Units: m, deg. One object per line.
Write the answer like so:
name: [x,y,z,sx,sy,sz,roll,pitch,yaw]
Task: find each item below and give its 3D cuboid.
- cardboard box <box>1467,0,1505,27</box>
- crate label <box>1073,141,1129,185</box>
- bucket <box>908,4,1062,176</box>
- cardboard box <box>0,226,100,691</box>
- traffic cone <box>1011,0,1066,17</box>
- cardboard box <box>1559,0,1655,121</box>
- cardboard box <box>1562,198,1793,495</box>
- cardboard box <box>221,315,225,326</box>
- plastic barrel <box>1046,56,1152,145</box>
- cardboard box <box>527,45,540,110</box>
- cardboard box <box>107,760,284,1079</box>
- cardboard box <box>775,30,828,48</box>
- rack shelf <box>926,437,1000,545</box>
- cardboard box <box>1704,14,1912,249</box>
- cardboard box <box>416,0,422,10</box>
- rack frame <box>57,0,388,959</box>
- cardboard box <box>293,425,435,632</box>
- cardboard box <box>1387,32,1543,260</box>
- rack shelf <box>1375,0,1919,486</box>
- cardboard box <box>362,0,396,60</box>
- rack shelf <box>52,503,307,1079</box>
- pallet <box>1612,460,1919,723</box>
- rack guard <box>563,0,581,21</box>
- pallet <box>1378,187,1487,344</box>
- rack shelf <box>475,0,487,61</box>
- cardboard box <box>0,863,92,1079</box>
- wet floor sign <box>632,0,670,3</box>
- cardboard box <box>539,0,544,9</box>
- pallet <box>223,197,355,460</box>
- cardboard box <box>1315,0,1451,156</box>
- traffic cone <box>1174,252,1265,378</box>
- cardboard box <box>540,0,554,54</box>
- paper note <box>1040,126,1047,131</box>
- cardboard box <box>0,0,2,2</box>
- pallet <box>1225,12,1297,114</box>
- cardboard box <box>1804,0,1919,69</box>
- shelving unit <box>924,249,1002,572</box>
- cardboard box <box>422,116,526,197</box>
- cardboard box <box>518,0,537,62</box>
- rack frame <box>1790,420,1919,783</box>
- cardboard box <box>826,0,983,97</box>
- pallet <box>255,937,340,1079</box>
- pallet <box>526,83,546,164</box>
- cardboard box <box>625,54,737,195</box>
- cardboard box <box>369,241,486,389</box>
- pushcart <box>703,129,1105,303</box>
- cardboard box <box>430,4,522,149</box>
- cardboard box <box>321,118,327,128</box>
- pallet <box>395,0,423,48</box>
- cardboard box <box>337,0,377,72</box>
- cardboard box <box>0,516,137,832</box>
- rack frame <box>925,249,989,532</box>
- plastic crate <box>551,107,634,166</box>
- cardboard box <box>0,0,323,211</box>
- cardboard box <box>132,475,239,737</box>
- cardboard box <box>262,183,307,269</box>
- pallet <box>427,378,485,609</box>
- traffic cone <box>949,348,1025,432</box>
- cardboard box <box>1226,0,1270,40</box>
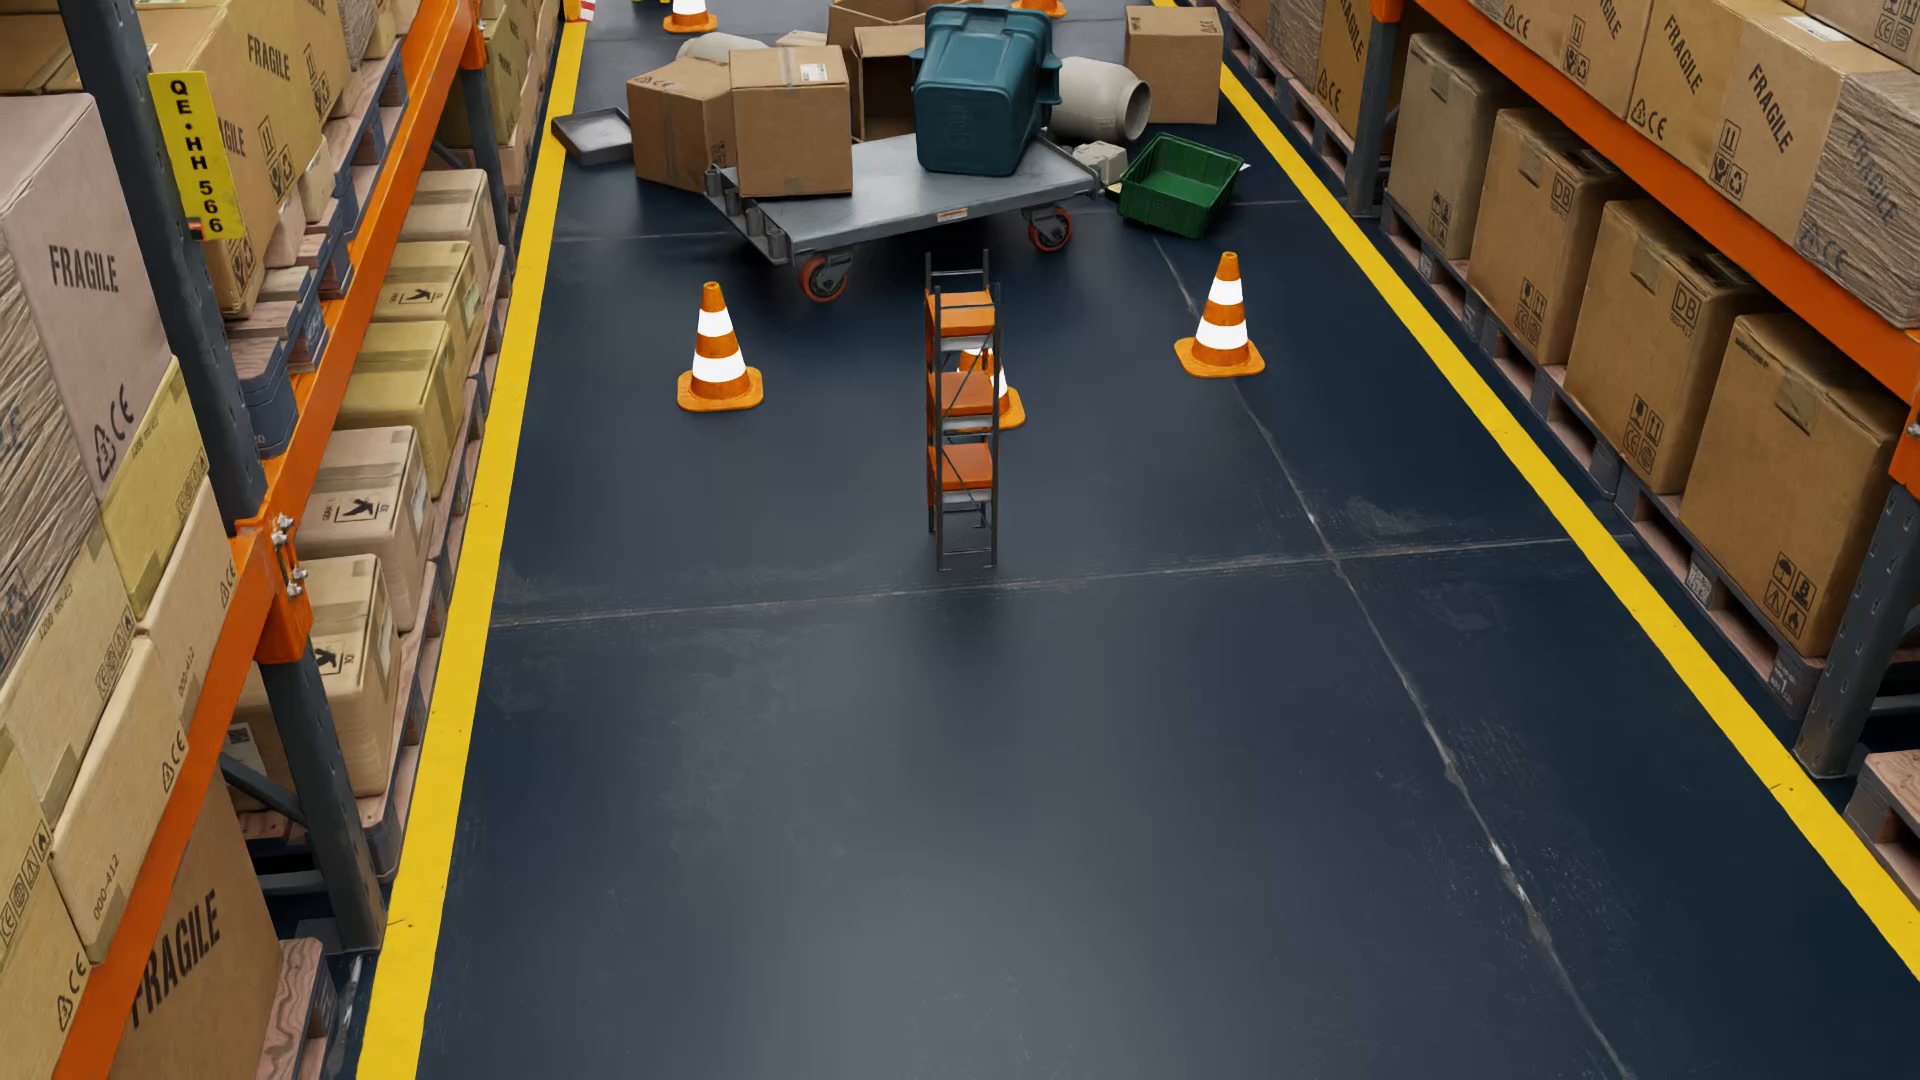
cardboard box: [2.255,-2.299,6.372,0.500,0.500,0.500,-4,34,-6]
crate label: [0.705,-1.922,8.449,0.250,0.136,0.298,27,43,34]
bucket: [0.080,-2.030,7.623,0.726,0.611,0.620,7,45,10]
cardboard box: [-1.565,-0.090,2.242,0.500,0.500,0.500,-4,34,-6]
traffic cone: [0.509,-3.634,10.671,0.336,0.463,0.334,-4,35,-6]
cardboard box: [2.388,-1.737,5.546,0.500,0.500,0.500,-4,34,-6]
cardboard box: [2.807,-0.700,5.738,1.050,0.750,0.750,-4,34,-6]
cardboard box: [-1.831,-0.455,3.605,0.380,0.149,0.250,-6,35,-9]
plastic barrel: [0.710,-2.306,8.758,0.512,0.421,0.421,20,39,26]
cardboard box: [-2.478,-2.402,8.680,0.500,0.250,0.500,-5,35,-7]
cardboard box: [-1.960,0.906,3.271,0.875,0.875,0.875,-5,35,-7]
cardboard box: [-0.869,-2.898,9.871,0.380,0.149,0.250,13,36,18]
rack shelf: [0.007,-0.166,5.573,0.215,0.259,0.240,-4,35,-6]
cardboard box: [2.528,-1.172,4.718,0.500,0.500,0.500,-4,35,-6]
cardboard box: [-2.078,-1.936,5.778,0.380,0.149,0.250,-5,35,-7]
rack frame: [-1.971,-0.190,3.365,1.000,3.000,0.127,-4,35,-6]
cardboard box: [-2.144,-0.005,5.054,0.950,0.372,0.625,-5,35,-7]
cardboard box: [2.555,-1.758,7.291,1.050,0.750,0.750,-5,35,-7]
rack shelf: [2.651,-1.440,5.839,1.077,0.370,4.000,-4,35,-6]
cardboard box: [-2.043,-1.655,5.366,0.380,0.149,0.250,-4,35,-6]
rack shelf: [-1.702,1.223,1.930,1.077,0.370,4.000,-4,35,-6]
pallet: [2.889,0.085,5.438,1.003,0.211,1.213,-4,35,-6]
rack guard: [-3.037,-3.579,10.558,1.175,0.500,0.348,-4,35,-6]
pallet: [2.561,-1.276,7.436,1.003,0.211,1.213,-4,35,-6]
rack shelf: [-2.778,-3.241,8.481,1.077,0.370,4.000,-4,35,-6]
cardboard box: [-1.510,0.700,2.192,0.500,0.250,0.500,-5,35,-7]
wet floor sign: [-2.012,-3.869,10.854,0.267,0.644,0.232,7,35,10]
cardboard box: [-2.607,-3.283,9.307,0.500,0.500,0.500,-3,34,-5]
pallet: [-2.172,-0.501,3.991,1.213,0.211,1.003,-4,35,-6]
cardboard box: [2.367,-2.505,8.277,0.875,0.875,0.875,-4,34,-6]
traffic cone: [1.067,-0.943,6.722,0.336,0.463,0.334,-4,35,-6]
cardboard box: [-2.610,-2.971,9.515,0.500,0.250,0.500,-4,35,-6]
paper note: [0.387,-2.243,9.021,0.172,0.023,0.155,7,35,10]
cardboard box: [-2.388,-1.048,3.899,0.500,0.500,0.500,-5,35,-7]
pallet: [2.190,-2.814,9.692,1.003,0.211,1.213,-4,35,-6]
cardboard box: [2.801,-1.609,4.471,0.700,0.500,0.500,-5,35,-7]
shelving unit: [0.007,-0.404,5.411,0.215,1.050,0.252,-4,35,-6]
cardboard box: [-2.321,-1.809,7.810,0.500,0.250,0.500,-6,35,-9]
cardboard box: [-2.473,-2.706,8.461,0.500,0.500,0.500,-3,34,-4]
rack frame: [2.920,-0.621,3.998,1.000,3.000,0.127,-4,35,-6]
cardboard box: [-0.302,-2.834,9.462,0.637,0.503,0.797,27,43,34]
pallet: [-1.940,1.408,3.497,1.003,0.211,1.213,-4,35,-6]
pallet: [-2.802,-2.324,8.973,1.003,0.211,1.213,-4,35,-6]
cardboard box: [-1.305,-2.091,8.373,0.500,0.500,0.500,20,39,26]
cardboard box: [-2.336,-0.817,6.245,0.950,0.372,0.625,-2,34,-3]
pushcart: [-0.256,-1.539,7.674,1.648,0.377,0.936,-16,38,-23]
cardboard box: [-2.321,-2.119,7.599,0.500,0.500,0.500,-3,34,-4]
cardboard box: [-2.029,-1.210,4.712,0.380,0.149,0.250,-3,34,-4]
pallet: [-2.550,-1.906,6.053,1.003,0.211,1.213,-4,35,-6]
cardboard box: [-2.017,-1.662,4.800,0.500,0.500,0.500,-6,35,-8]
cardboard box: [-1.581,0.202,2.479,0.500,0.250,0.500,-5,35,-8]
rack frame: [-0.009,-0.472,5.510,0.200,1.050,0.008,-4,35,-6]
plastic crate: [-1.908,-2.154,8.840,0.402,0.080,0.583,-16,38,-23]
cardboard box: [-1.879,-1.087,3.955,0.500,0.500,0.500,-3,34,-4]
cardboard box: [-1.646,0.134,3.022,0.500,0.250,0.500,-6,35,-8]
cardboard box: [-1.826,-0.772,4.069,0.380,0.149,0.250,-7,35,-9]
pallet: [-2.235,-0.153,5.788,1.003,0.211,1.213,-4,35,-6]
traffic cone: [0.075,-0.702,6.369,0.336,0.463,0.334,-4,35,-6]
cardboard box: [2.122,-3.517,9.761,0.875,0.875,0.875,-5,35,-7]
